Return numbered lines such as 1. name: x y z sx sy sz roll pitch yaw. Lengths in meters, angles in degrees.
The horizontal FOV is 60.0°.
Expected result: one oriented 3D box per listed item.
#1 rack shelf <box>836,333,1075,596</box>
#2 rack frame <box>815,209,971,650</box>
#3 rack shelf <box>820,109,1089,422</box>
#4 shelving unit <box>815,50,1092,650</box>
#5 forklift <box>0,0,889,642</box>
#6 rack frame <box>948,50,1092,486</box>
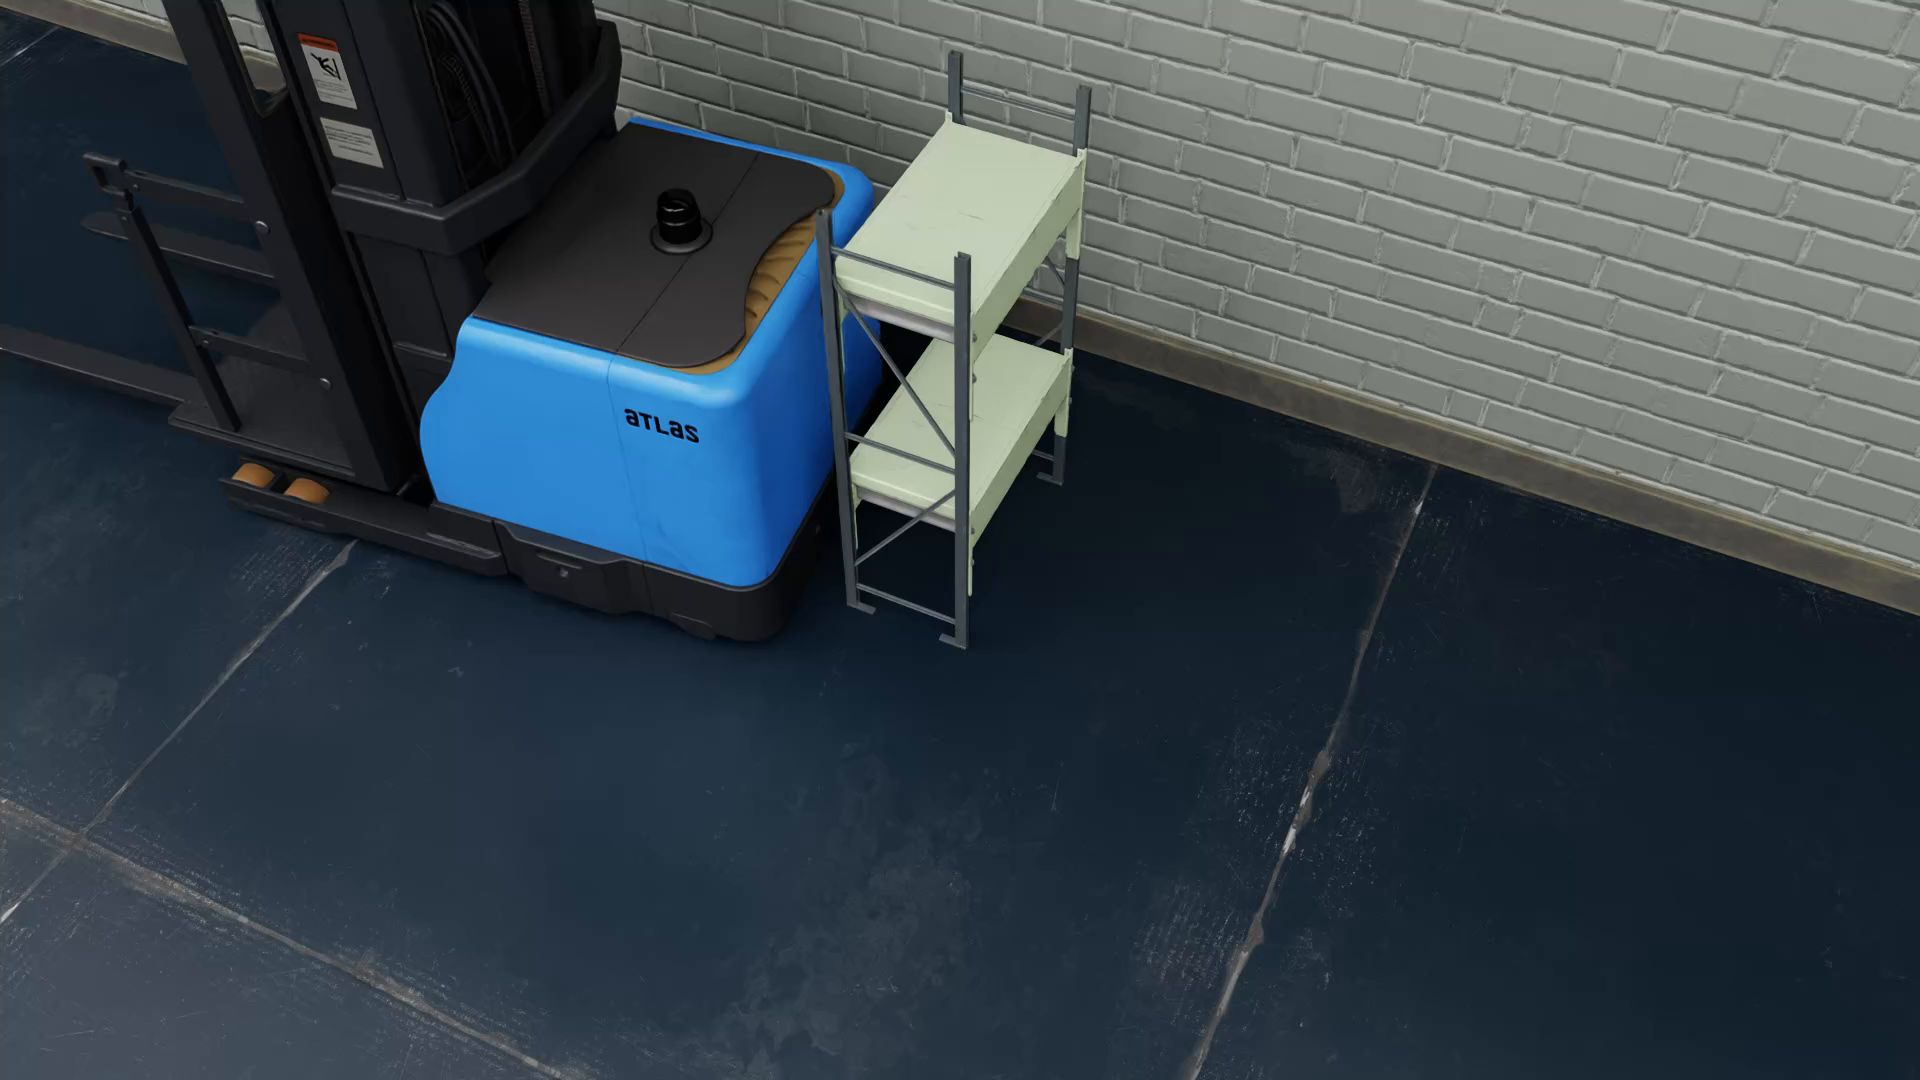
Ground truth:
1. rack shelf: -0.003 -0.270 4.923 0.431 0.370 0.720 20 52 16
2. rack frame: -0.159 -0.229 4.460 0.400 1.500 0.023 20 52 16
3. rack shelf: -0.003 -0.734 4.378 0.431 0.370 0.720 20 52 16
4. shelving unit: -0.003 -0.481 4.675 0.431 1.500 0.755 20 52 16
5. forklift: -1.804 -1.347 4.472 3.031 2.935 1.130 15 51 13
6. rack frame: 0.154 -0.733 4.889 0.400 1.500 0.023 20 52 16
